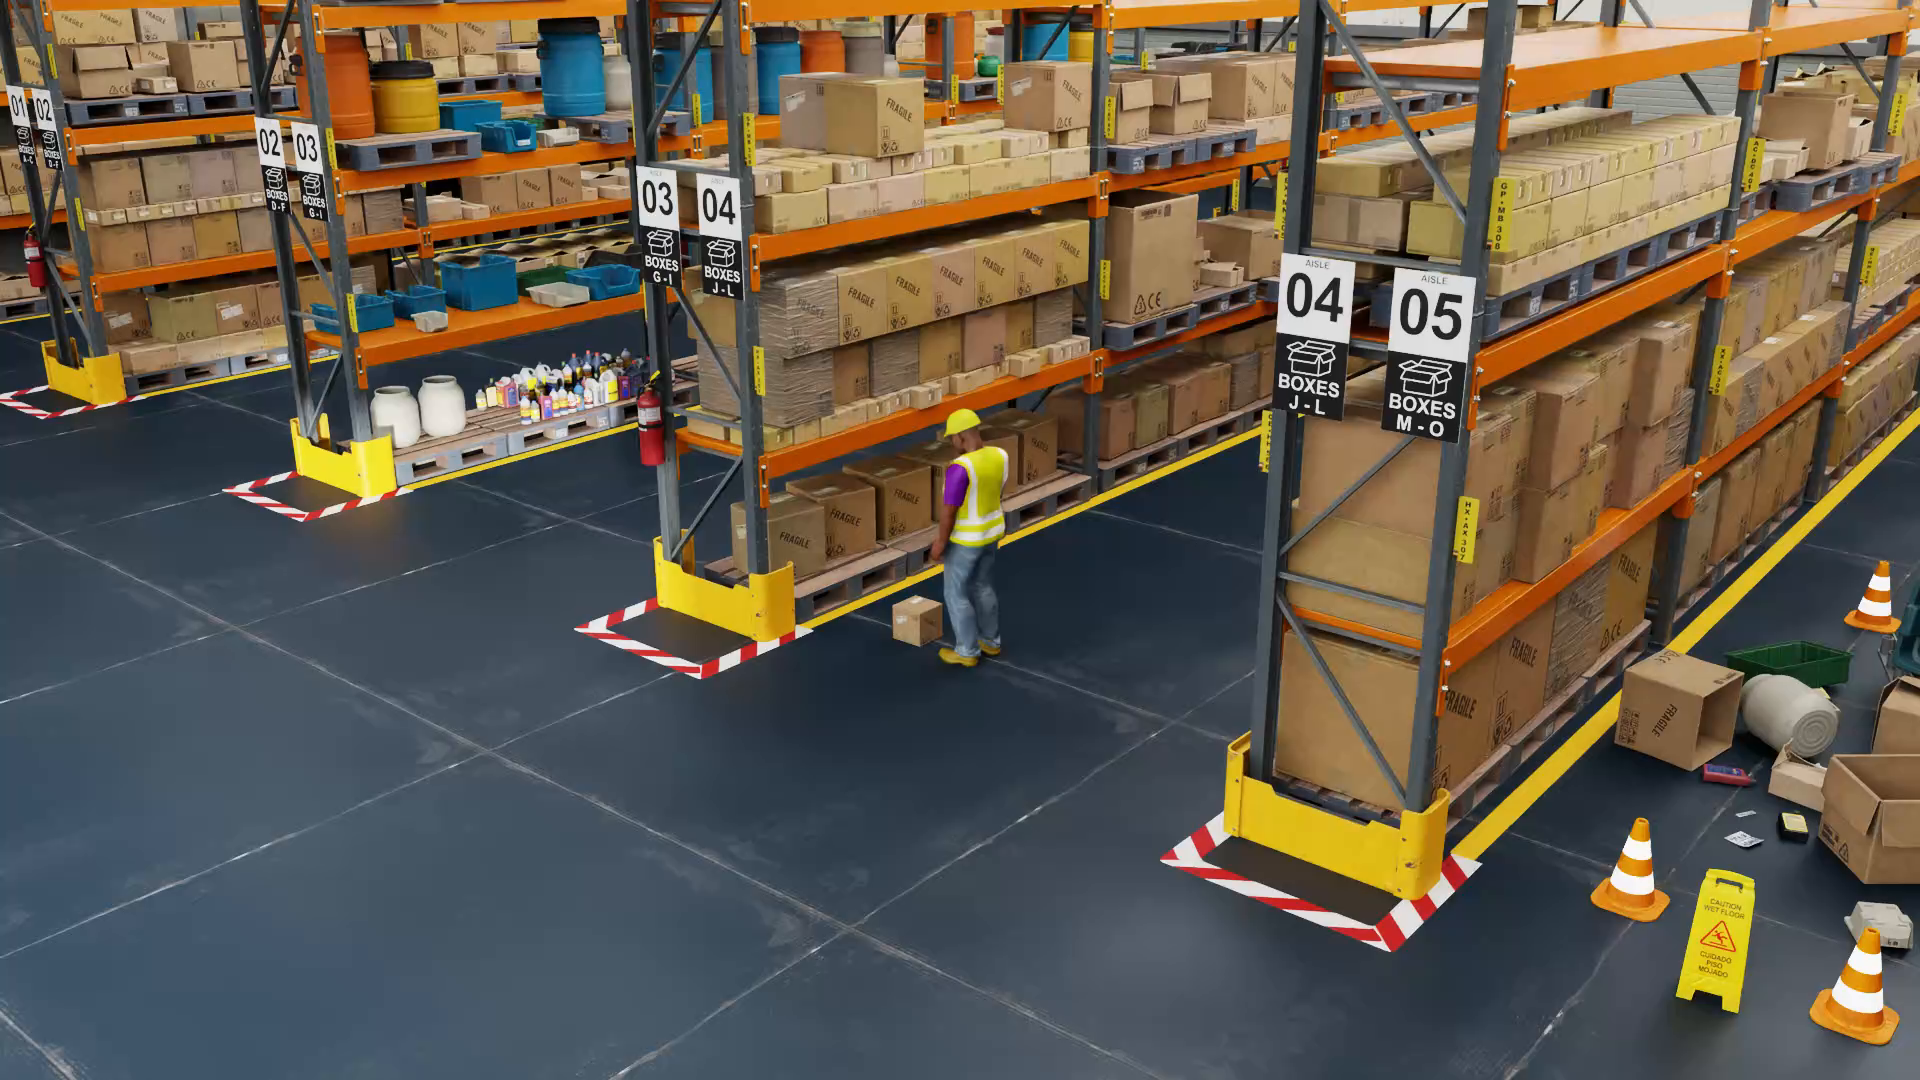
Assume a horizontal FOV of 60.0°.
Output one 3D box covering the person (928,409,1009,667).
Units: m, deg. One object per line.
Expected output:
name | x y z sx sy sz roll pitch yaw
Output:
person | 0.062 -0.021 11.124 0.390 1.748 0.575 16 26 38
